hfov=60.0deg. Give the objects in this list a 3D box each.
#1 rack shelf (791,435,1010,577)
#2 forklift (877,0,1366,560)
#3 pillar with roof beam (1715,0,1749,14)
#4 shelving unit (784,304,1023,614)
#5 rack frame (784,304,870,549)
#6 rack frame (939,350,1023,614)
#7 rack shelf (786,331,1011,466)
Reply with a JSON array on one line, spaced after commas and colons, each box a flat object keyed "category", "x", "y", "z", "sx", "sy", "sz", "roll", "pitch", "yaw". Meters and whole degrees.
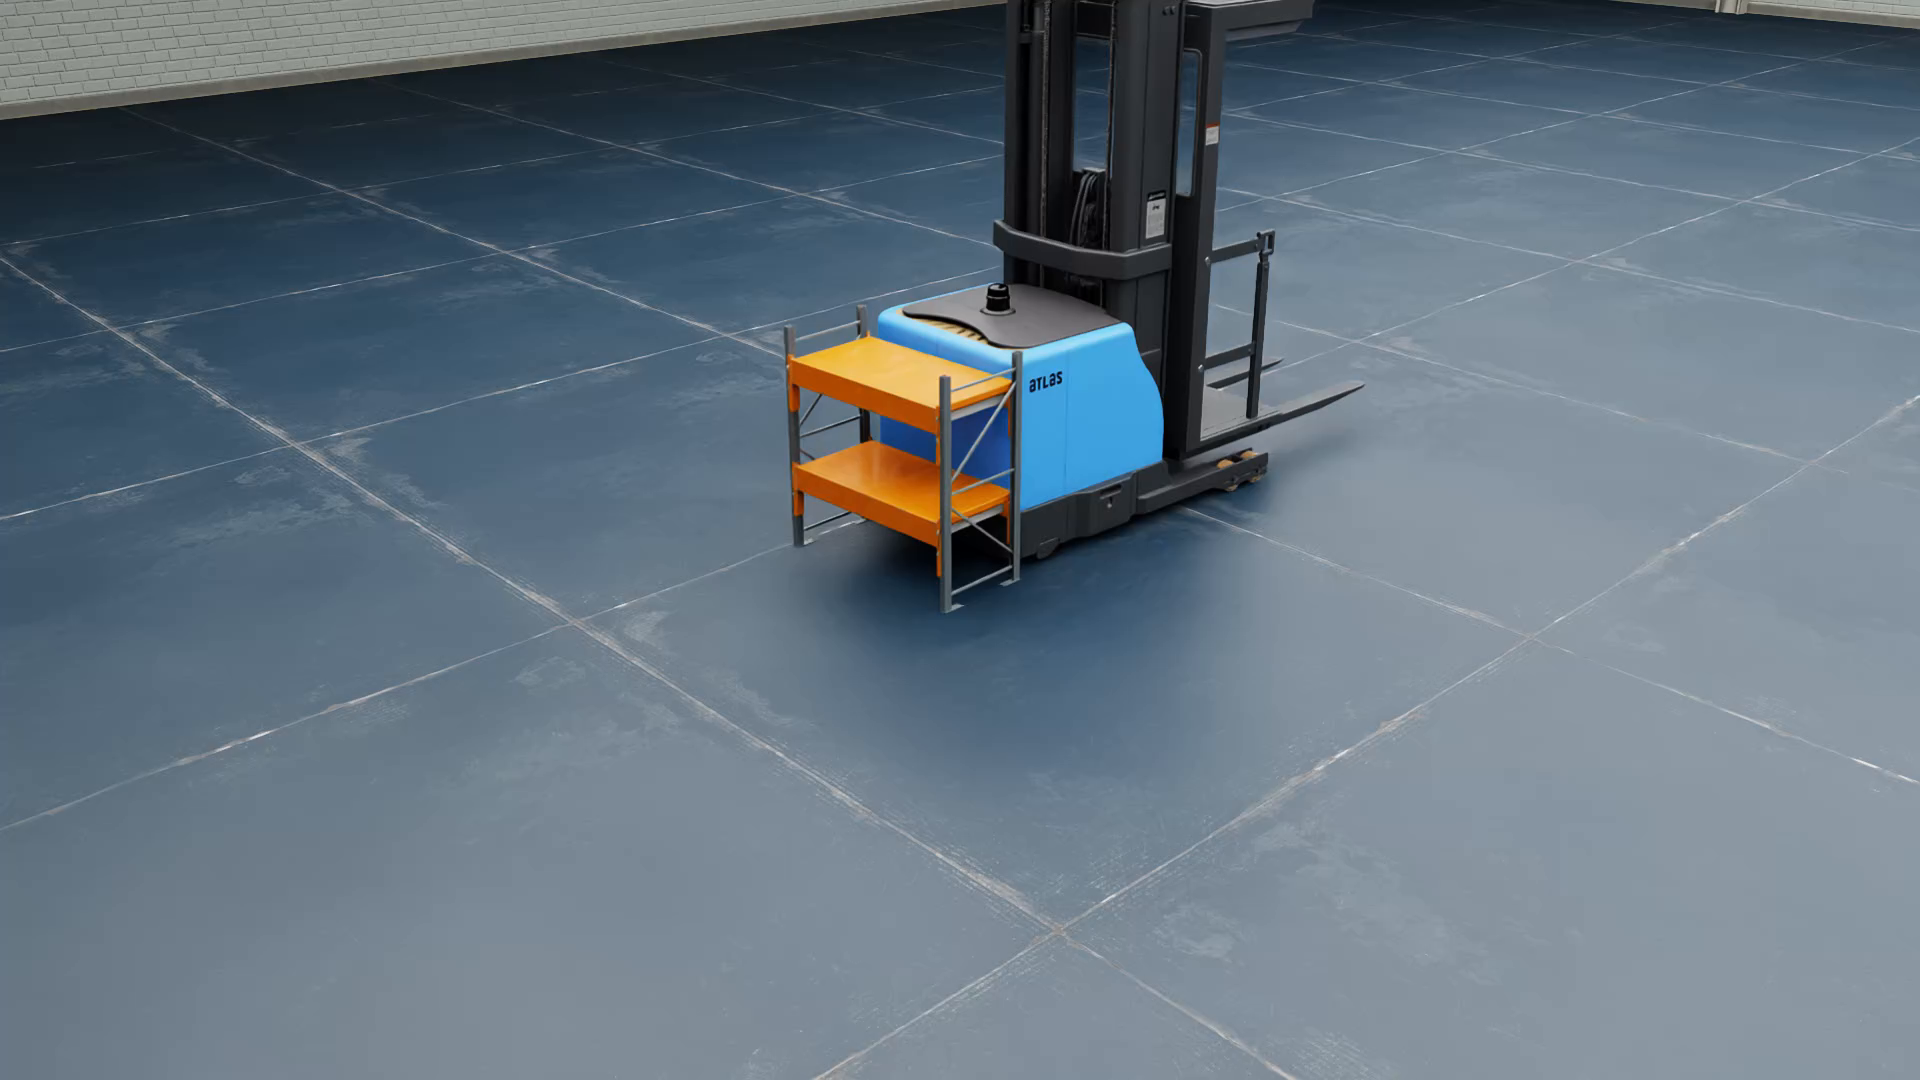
[{"category": "rack shelf", "x": -0.269, "y": -0.179, "z": 7.875, "sx": 1.000, "sy": 0.278, "sz": 0.538, "roll": 22, "pitch": 32, "yaw": 39}, {"category": "forklift", "x": 1.019, "y": -1.735, "z": 8.523, "sx": 3.031, "sy": 2.935, "sz": 1.130, "roll": -20, "pitch": 31, "yaw": -37}, {"category": "pillar with roof beam", "x": 9.410, "y": -11.464, "z": 22.538, "sx": 9.100, "sy": 9.000, "sz": 0.400, "roll": -21, "pitch": 32, "yaw": -38}, {"category": "shelving unit", "x": -0.269, "y": -0.401, "z": 7.774, "sx": 1.048, "sy": 1.125, "sz": 0.538, "roll": 22, "pitch": 32, "yaw": 39}, {"category": "rack frame", "x": -0.633, "y": -0.548, "z": 8.097, "sx": 0.032, "sy": 1.125, "sz": 0.500, "roll": 22, "pitch": 32, "yaw": 39}, {"category": "rack frame", "x": 0.095, "y": -0.254, "z": 7.451, "sx": 0.032, "sy": 1.125, "sz": 0.500, "roll": 22, "pitch": 32, "yaw": 39}, {"category": "rack shelf", "x": -0.269, "y": -0.667, "z": 7.652, "sx": 1.000, "sy": 0.278, "sz": 0.538, "roll": 22, "pitch": 32, "yaw": 39}]
